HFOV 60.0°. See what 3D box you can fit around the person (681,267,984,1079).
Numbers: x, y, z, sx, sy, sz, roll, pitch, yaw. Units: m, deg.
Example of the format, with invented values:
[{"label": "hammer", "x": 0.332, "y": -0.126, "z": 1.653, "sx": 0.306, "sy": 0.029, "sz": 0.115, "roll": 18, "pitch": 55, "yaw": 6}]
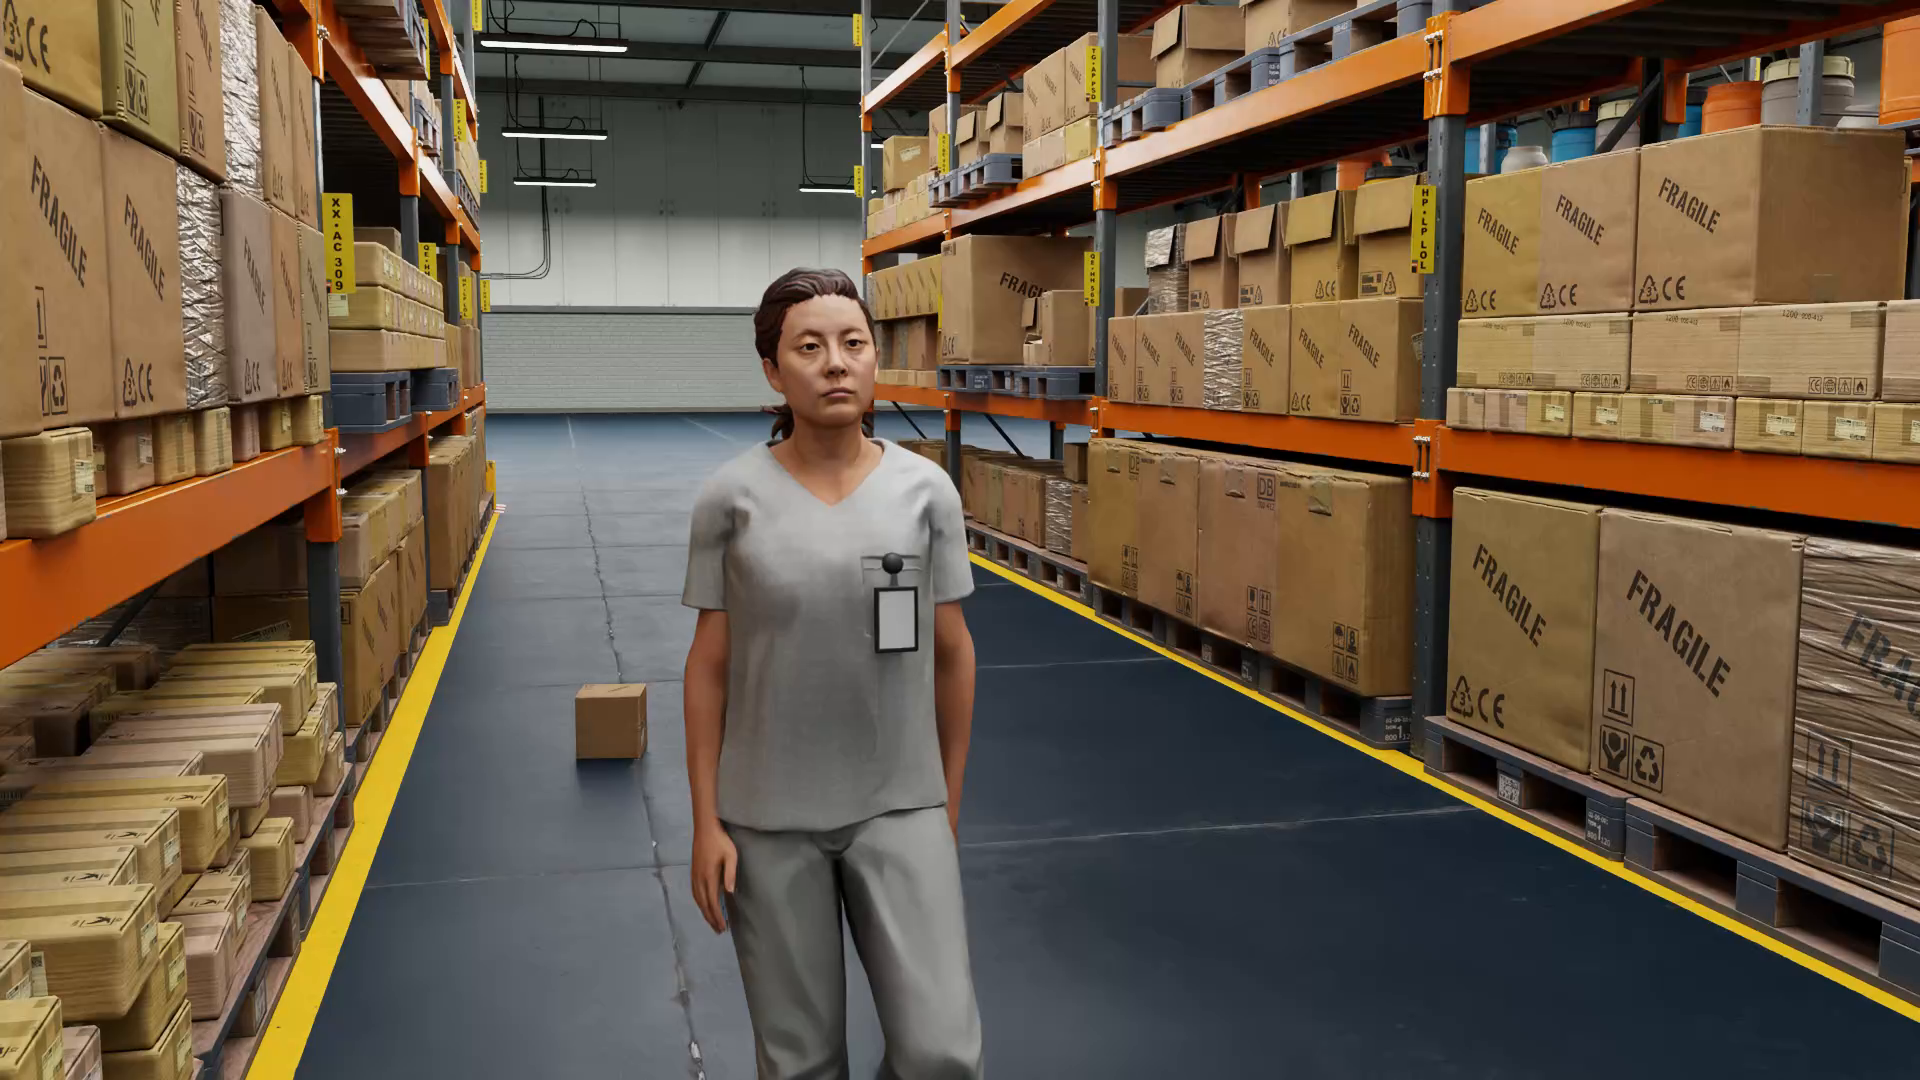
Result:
[{"label": "person", "x": -0.187, "y": 0.429, "z": 2.488, "sx": 0.448, "sy": 1.660, "sz": 0.456, "roll": -1, "pitch": 6, "yaw": -7}]
